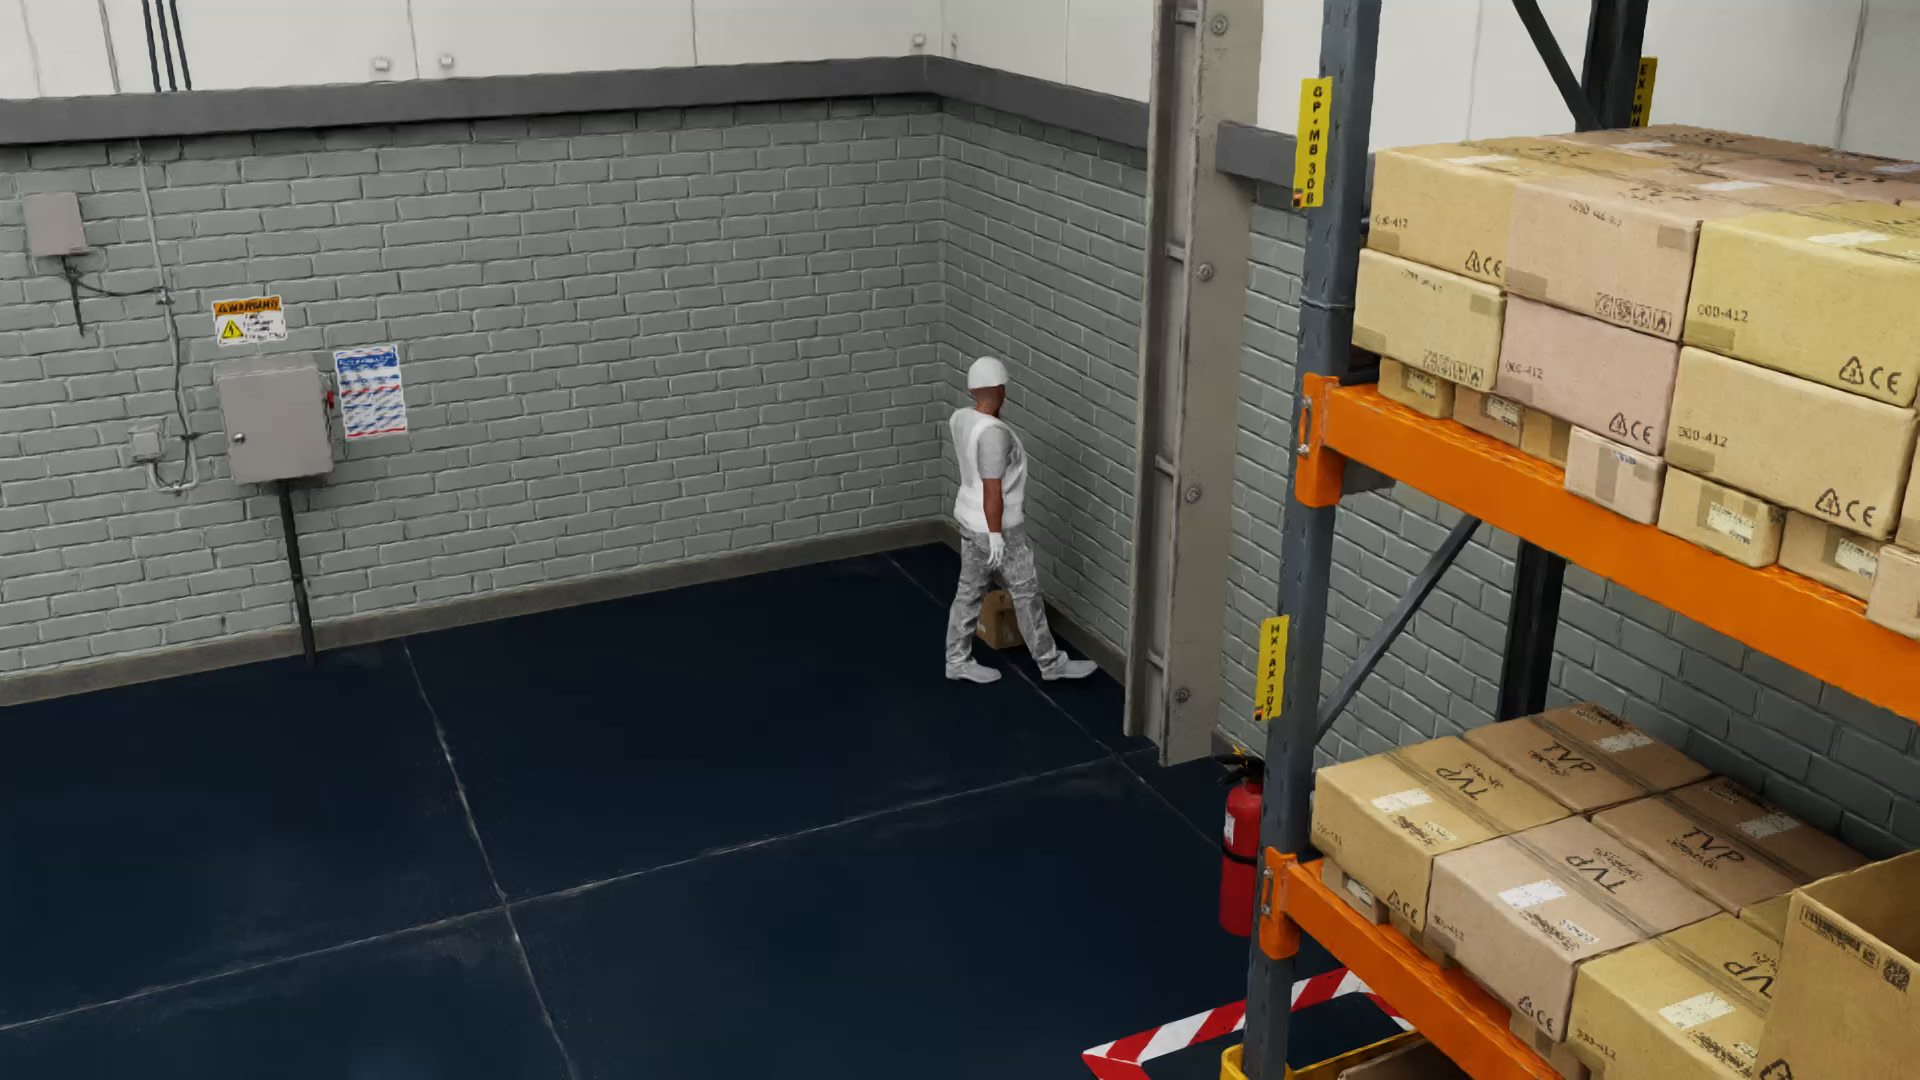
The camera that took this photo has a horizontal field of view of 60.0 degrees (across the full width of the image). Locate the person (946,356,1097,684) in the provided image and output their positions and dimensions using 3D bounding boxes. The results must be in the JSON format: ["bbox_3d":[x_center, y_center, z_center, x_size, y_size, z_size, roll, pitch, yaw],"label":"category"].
[{"bbox_3d":[0.291,-0.100,8.800,0.754,1.763,0.658,-8,23,-18],"label":"person"}]
